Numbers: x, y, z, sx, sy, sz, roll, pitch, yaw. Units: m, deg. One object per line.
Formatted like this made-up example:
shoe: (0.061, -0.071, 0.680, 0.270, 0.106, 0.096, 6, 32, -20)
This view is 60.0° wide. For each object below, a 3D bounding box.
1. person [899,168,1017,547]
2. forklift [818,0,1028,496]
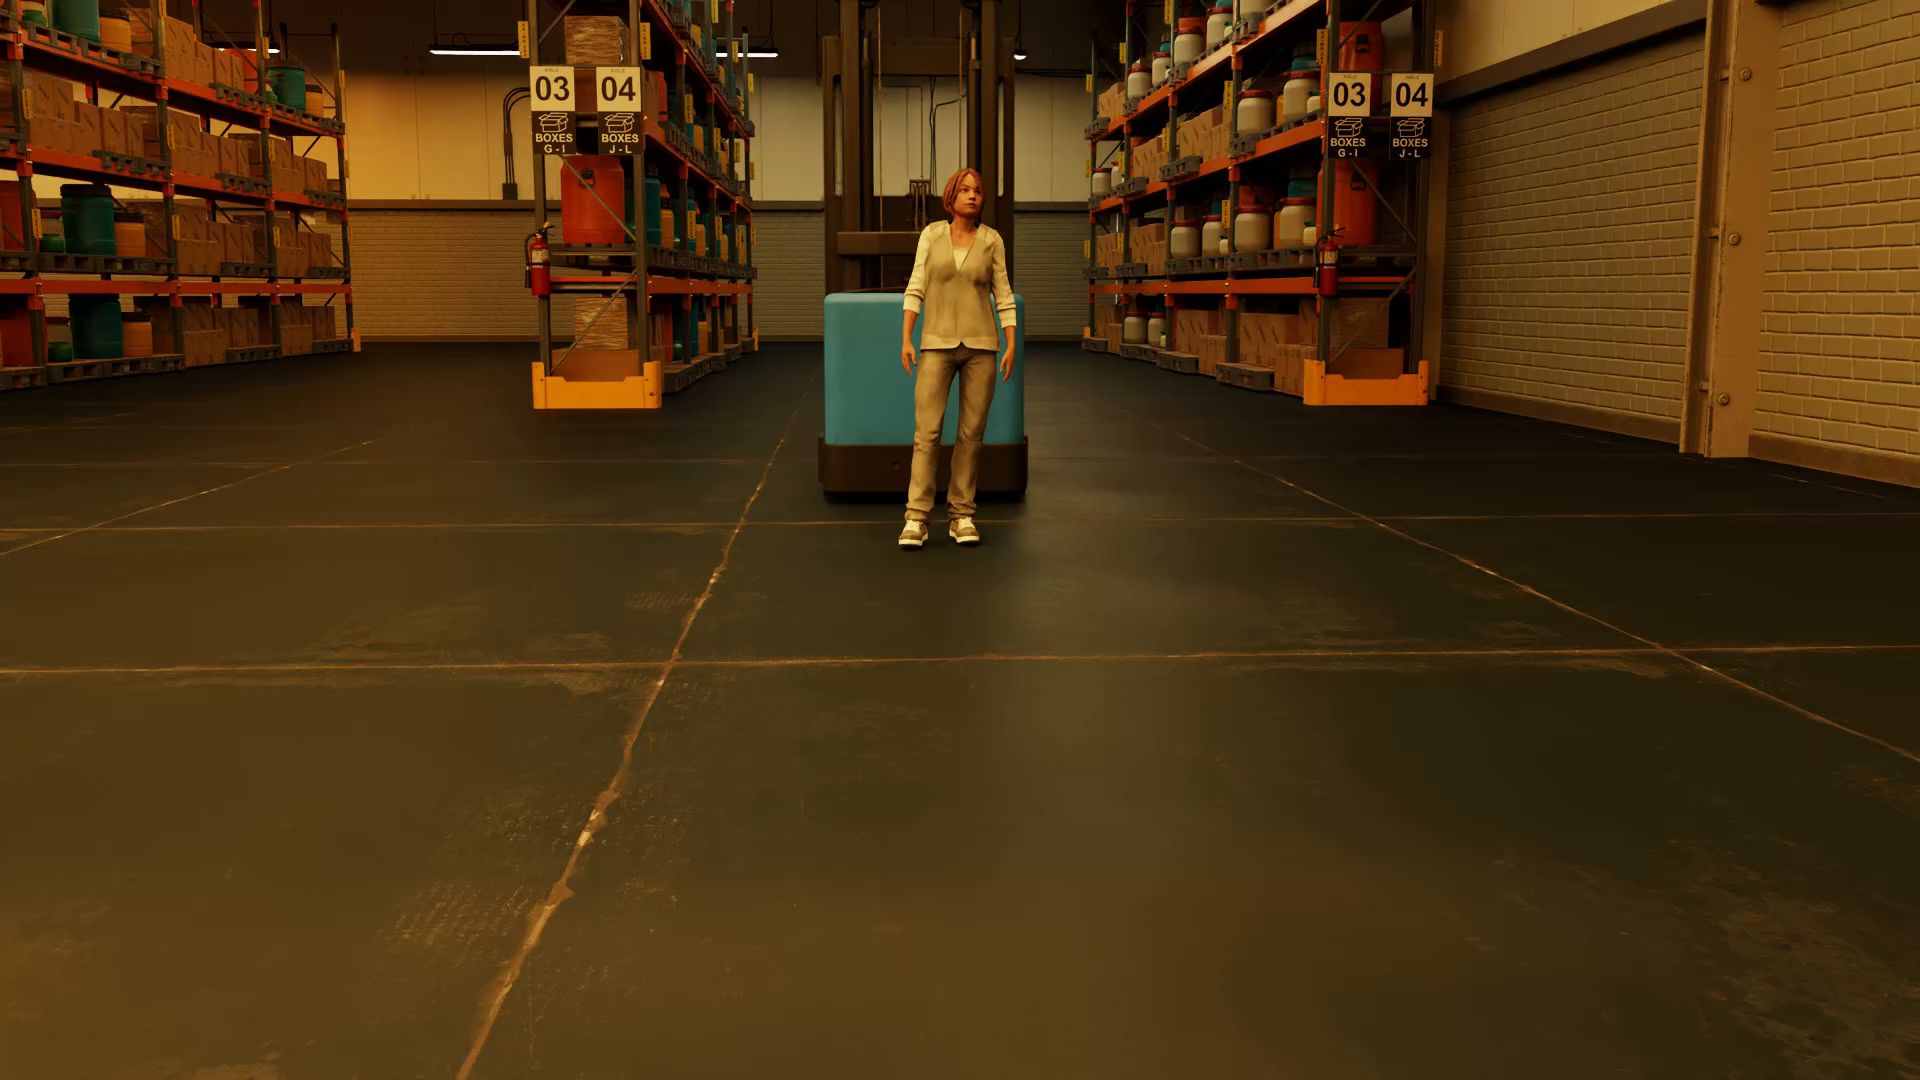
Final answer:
person: (-0.009, -0.786, 7.117, 0.521, 1.599, 0.473, -1, 8, -4)
forklift: (-0.246, -1.848, 9.777, 1.130, 2.935, 3.031, 0, 8, -3)
